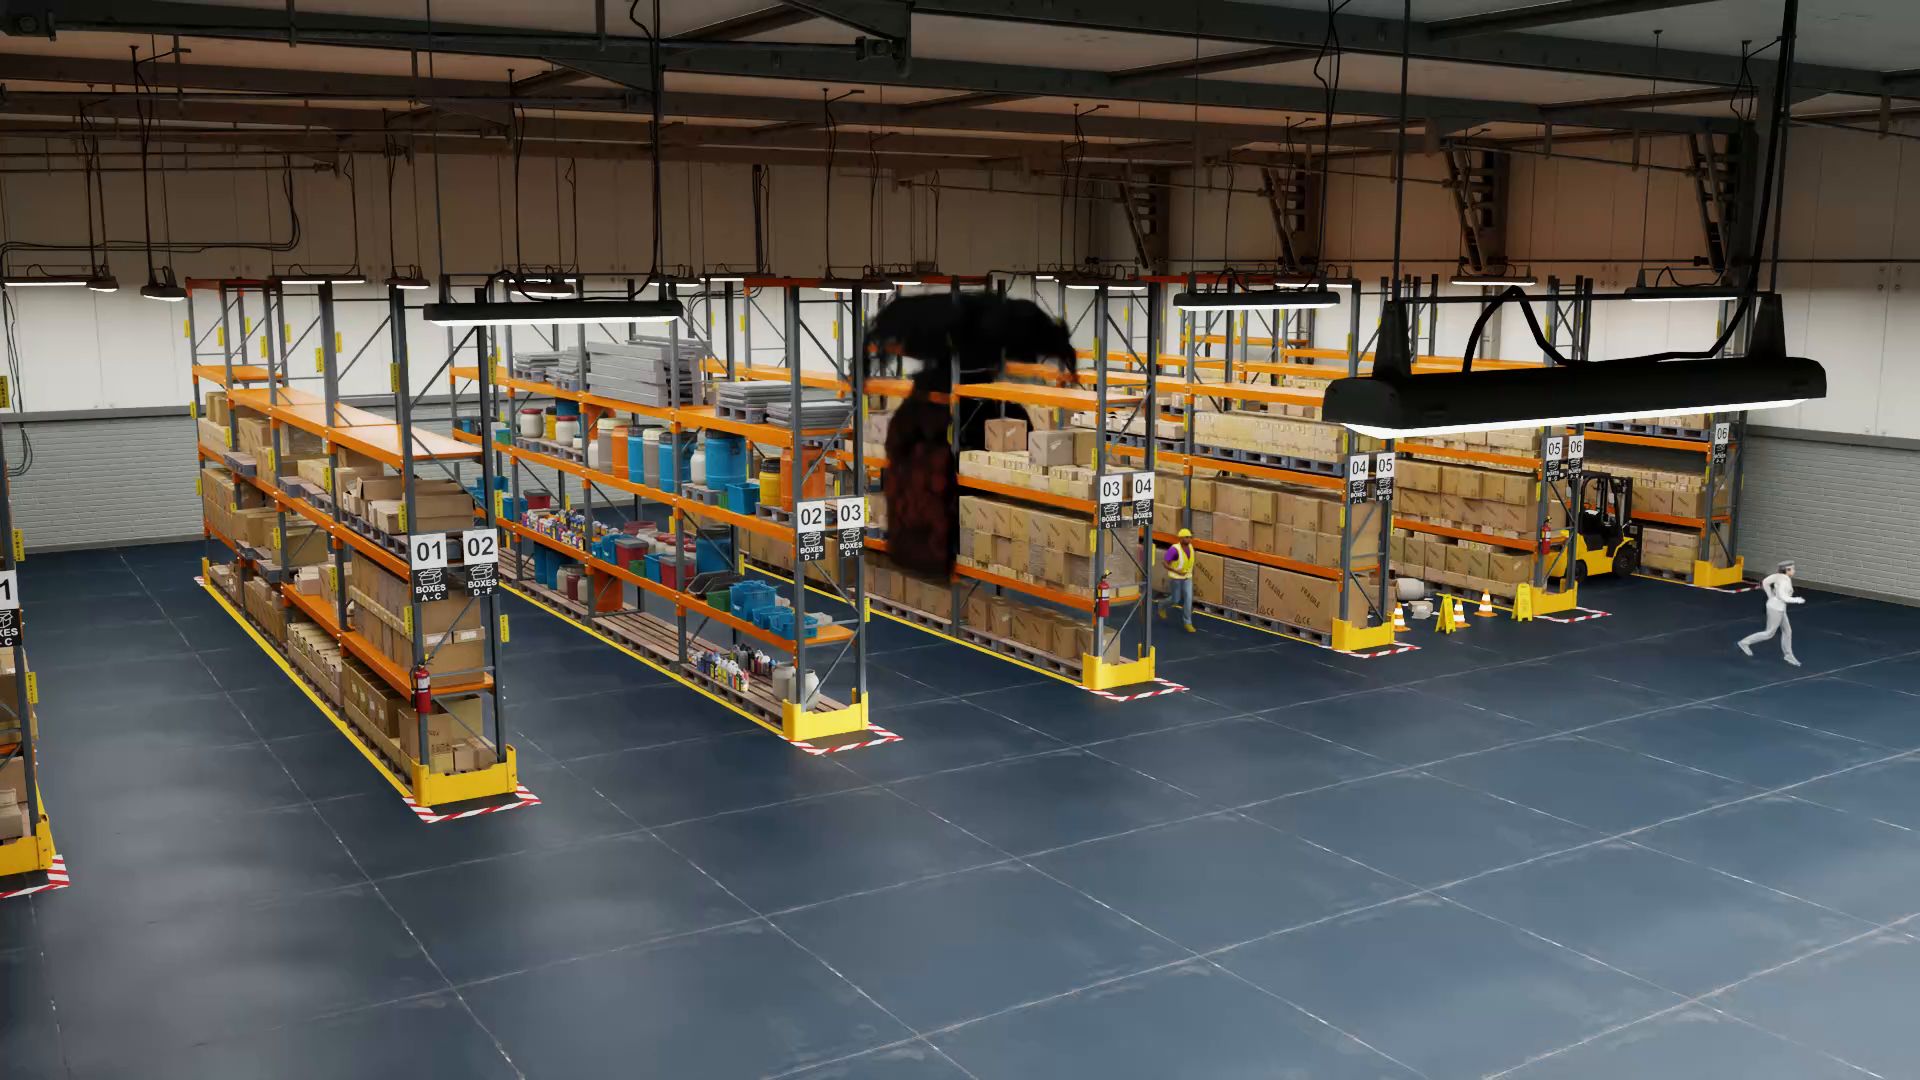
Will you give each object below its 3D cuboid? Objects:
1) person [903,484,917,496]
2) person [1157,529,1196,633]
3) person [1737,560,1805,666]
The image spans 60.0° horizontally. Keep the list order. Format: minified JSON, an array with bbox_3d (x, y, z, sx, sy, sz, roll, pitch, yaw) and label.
[{"bbox_3d":[-1.285,-1.581,42.396,0.644,1.687,0.665,-8,12,-40],"label":"person"},{"bbox_3d":[3.799,0.663,28.812,0.725,1.756,0.996,-6,11,-33],"label":"person"},{"bbox_3d":[12.872,1.139,26.338,0.950,1.694,0.649,3,10,18],"label":"person"}]
